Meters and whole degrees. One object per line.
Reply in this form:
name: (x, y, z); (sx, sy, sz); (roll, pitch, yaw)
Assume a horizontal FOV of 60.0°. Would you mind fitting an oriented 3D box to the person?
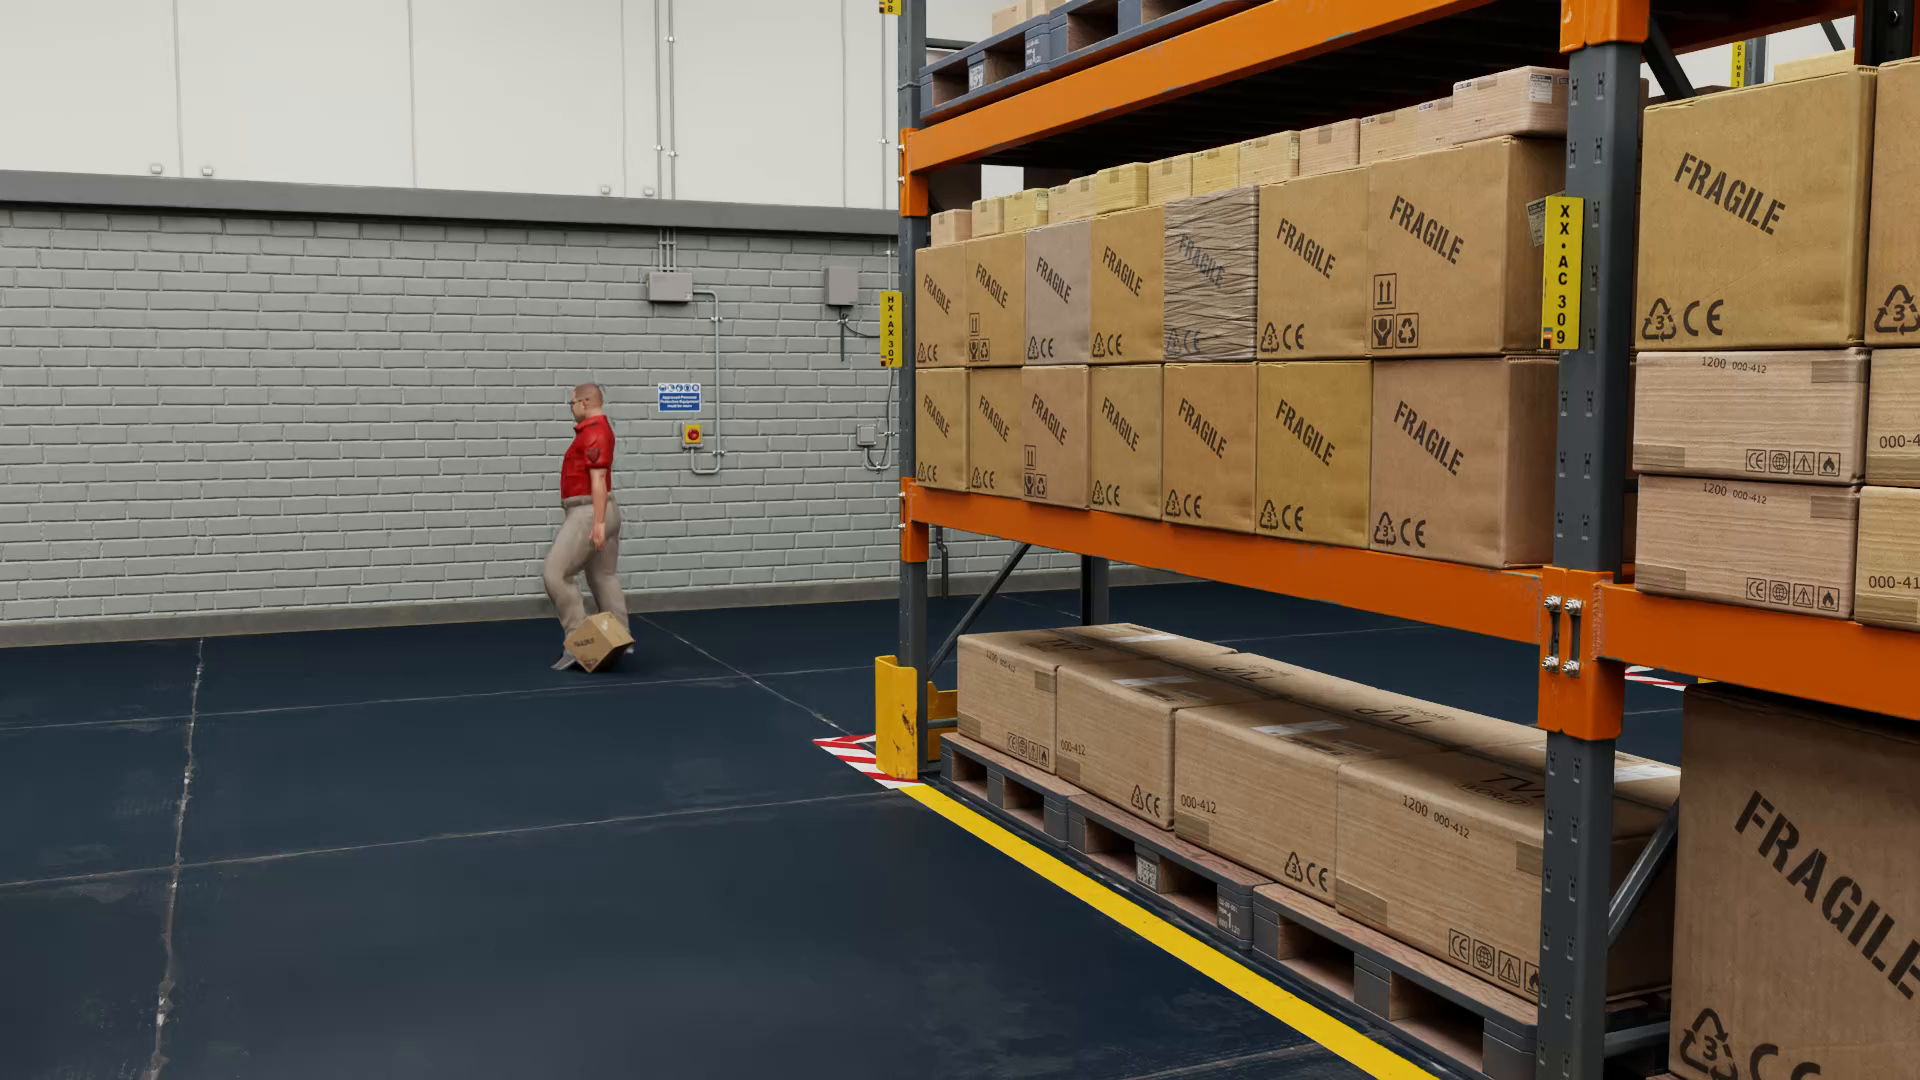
person: (-2.307, -0.079, 10.330); (0.514, 1.787, 0.590); (0, 5, -2)
